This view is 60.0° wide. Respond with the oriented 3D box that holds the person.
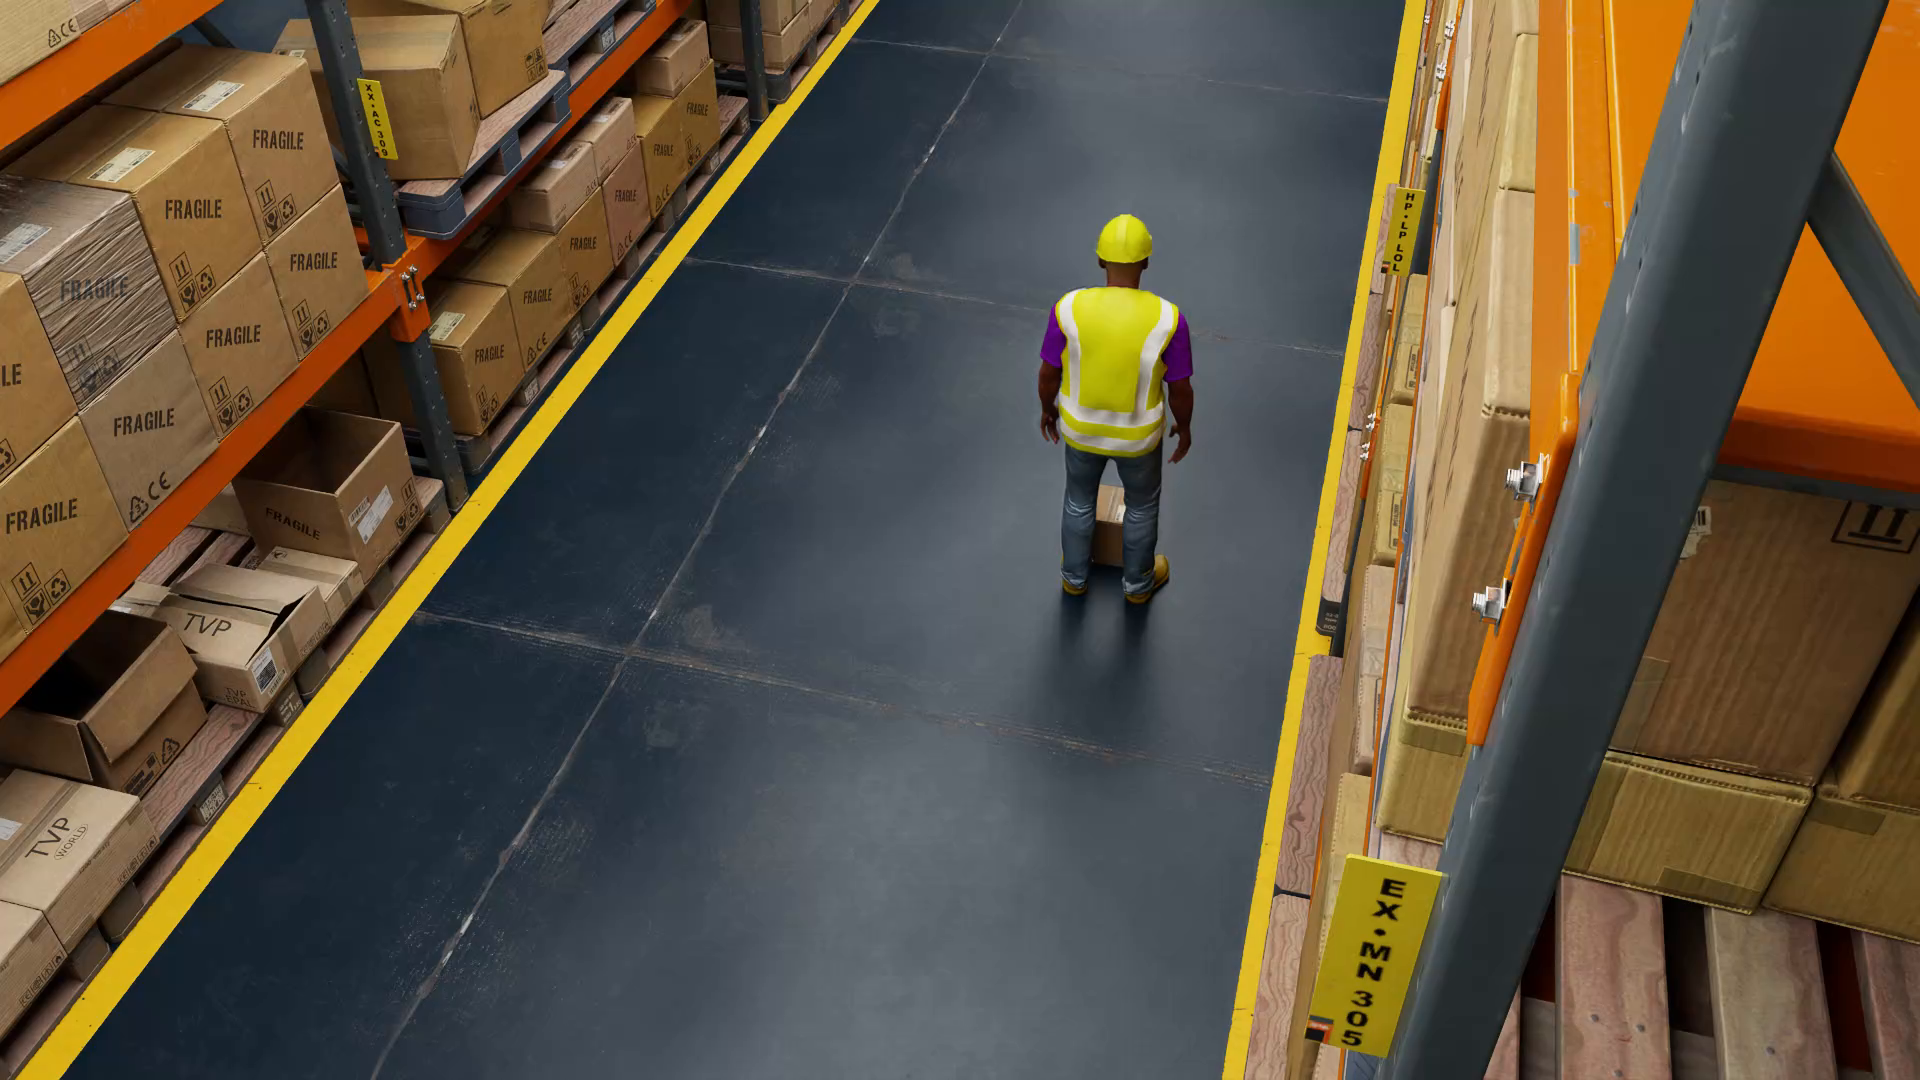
[{"bbox_3d":[0.626,-0.485,6.706,0.625,1.760,0.459,10,42,11],"label":"person"}]
